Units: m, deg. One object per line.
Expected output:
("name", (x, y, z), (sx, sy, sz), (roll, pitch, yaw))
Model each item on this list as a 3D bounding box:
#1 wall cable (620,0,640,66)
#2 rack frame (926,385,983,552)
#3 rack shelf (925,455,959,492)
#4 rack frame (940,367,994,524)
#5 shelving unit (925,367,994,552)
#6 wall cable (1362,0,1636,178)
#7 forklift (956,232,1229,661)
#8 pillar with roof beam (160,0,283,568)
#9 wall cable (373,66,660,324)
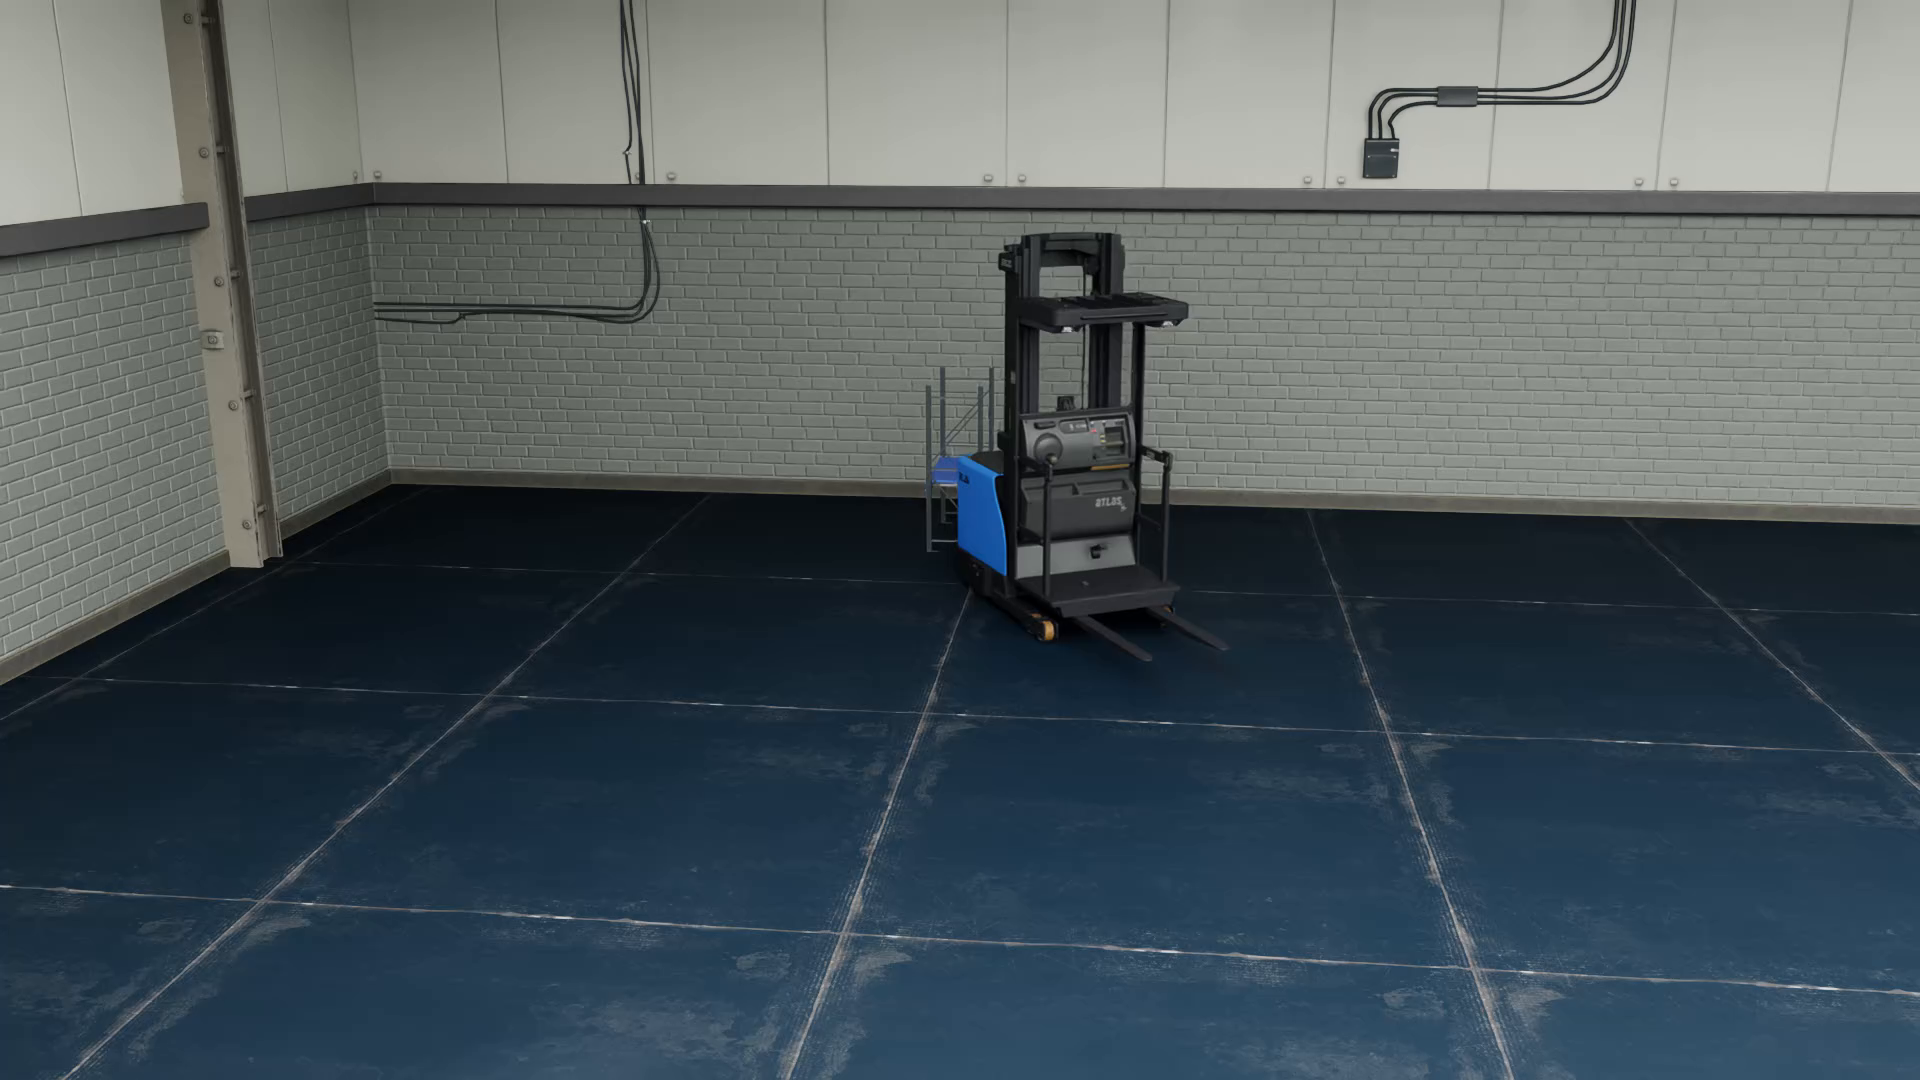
("wall cable", (-1.839, -5.745, 15.532), (3.097, 2.526, 0.112), (2, 15, 6))
("rack frame", (-0.048, -0.614, 14.648), (0.500, 1.500, 0.032), (2, 15, 6))
("rack shelf", (0.010, -0.572, 15.183), (0.538, 0.185, 1.000), (2, 15, 6))
("rack frame", (0.067, -0.878, 15.624), (0.500, 1.500, 0.032), (2, 15, 6))
("shelving unit", (0.010, -0.746, 15.136), (0.538, 1.500, 1.048), (2, 15, 6))
("wall cable", (4.904, -6.244, 14.587), (2.305, 6.003, 0.169), (2, 15, 6))
("forklift", (0.995, -0.775, 12.499), (1.130, 2.935, 3.031), (-6, 16, -22))
("pillar with roof beam", (-1.896, -4.034, 12.930), (9.100, 9.000, 0.400), (2, 15, 6))
("wall cable", (-4.527, -3.387, 16.486), (3.097, 2.526, 0.112), (2, 15, 6))
